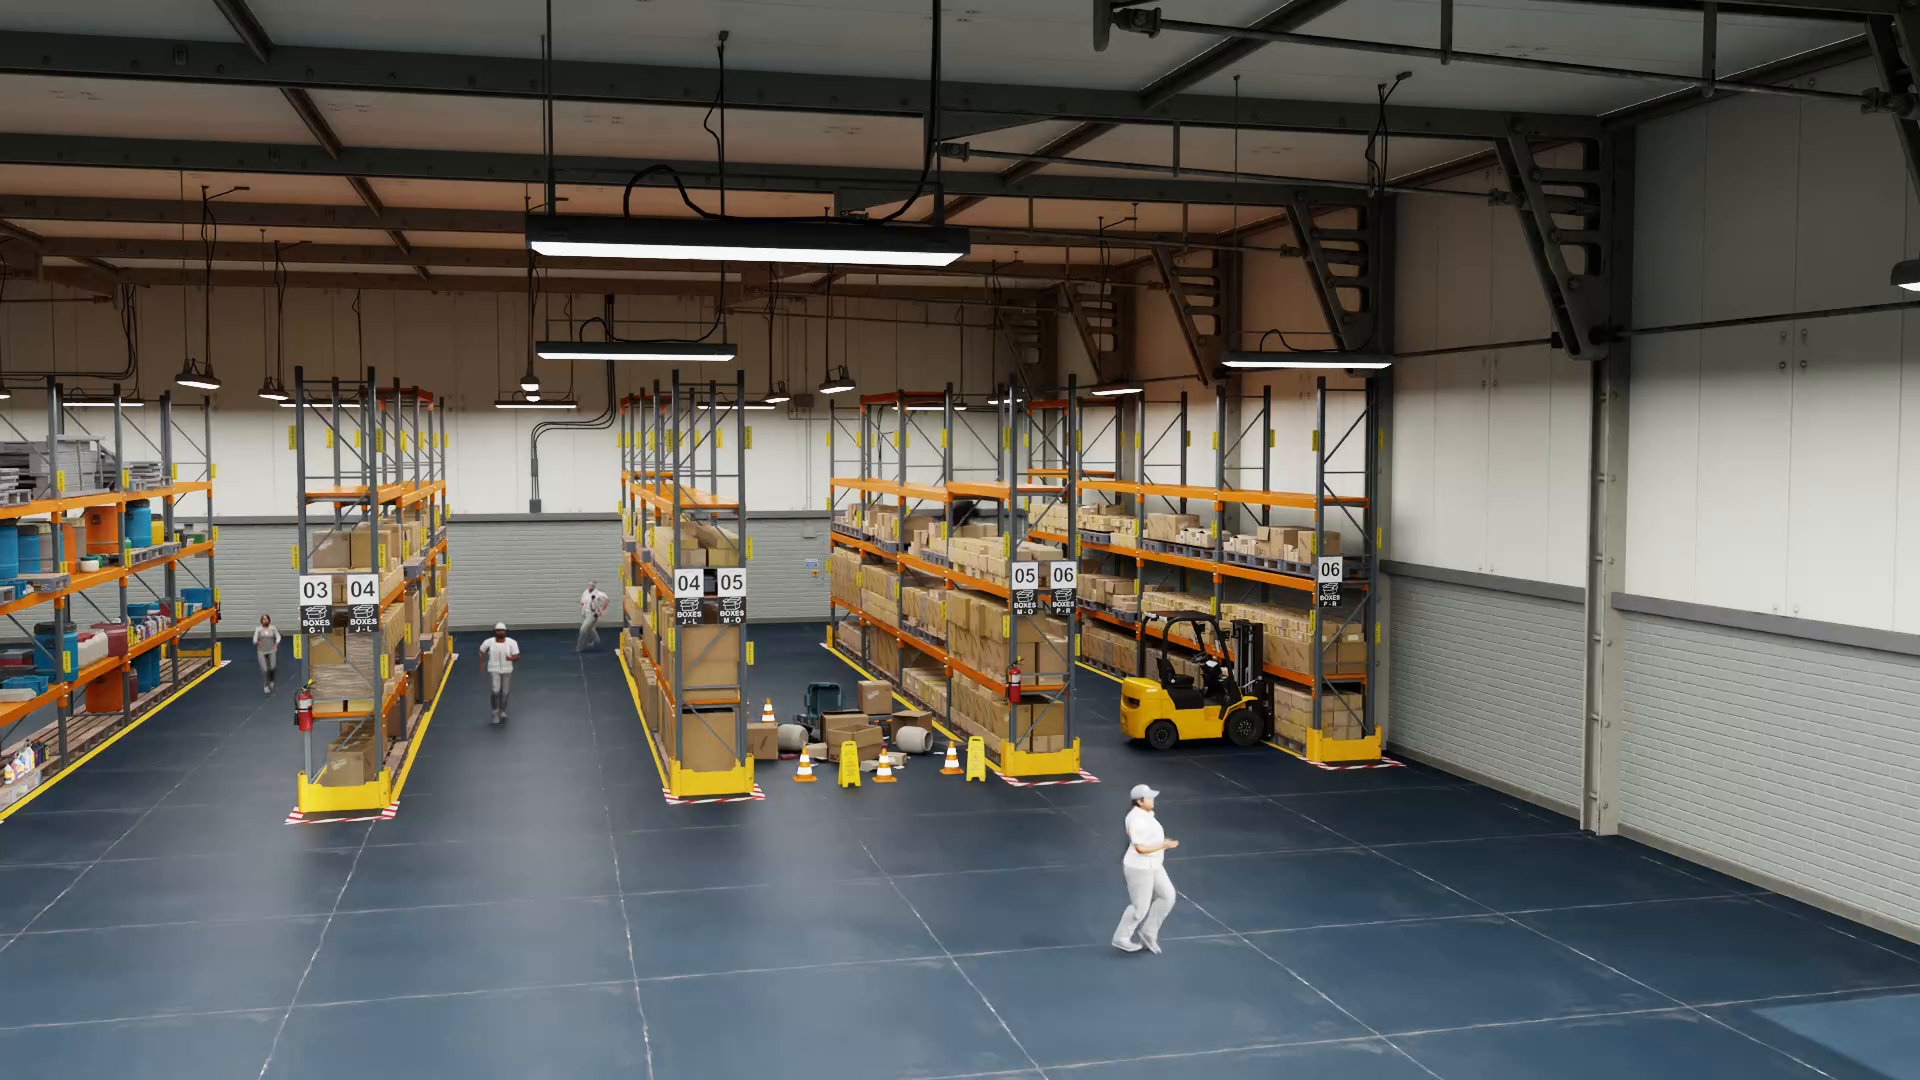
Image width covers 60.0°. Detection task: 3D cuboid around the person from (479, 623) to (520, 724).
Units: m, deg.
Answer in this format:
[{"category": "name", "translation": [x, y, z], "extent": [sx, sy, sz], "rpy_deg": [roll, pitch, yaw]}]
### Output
[{"category": "person", "translation": [-8.158, 2.366, 29.505], "extent": [0.671, 1.798, 0.728], "rpy_deg": [-1, 4, -23]}]

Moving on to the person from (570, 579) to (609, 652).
[{"category": "person", "translation": [-8.791, 1.802, 39.626], "extent": [0.794, 1.763, 0.899], "rpy_deg": [3, 4, 38]}]

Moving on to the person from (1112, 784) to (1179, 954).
[{"category": "person", "translation": [1.815, 3.219, 16.169], "extent": [0.660, 1.701, 0.583], "rpy_deg": [1, 4, 19]}]

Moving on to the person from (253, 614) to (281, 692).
[{"category": "person", "translation": [-13.705, 2.249, 32.901], "extent": [0.522, 1.552, 0.555], "rpy_deg": [-2, 4, -26]}]
